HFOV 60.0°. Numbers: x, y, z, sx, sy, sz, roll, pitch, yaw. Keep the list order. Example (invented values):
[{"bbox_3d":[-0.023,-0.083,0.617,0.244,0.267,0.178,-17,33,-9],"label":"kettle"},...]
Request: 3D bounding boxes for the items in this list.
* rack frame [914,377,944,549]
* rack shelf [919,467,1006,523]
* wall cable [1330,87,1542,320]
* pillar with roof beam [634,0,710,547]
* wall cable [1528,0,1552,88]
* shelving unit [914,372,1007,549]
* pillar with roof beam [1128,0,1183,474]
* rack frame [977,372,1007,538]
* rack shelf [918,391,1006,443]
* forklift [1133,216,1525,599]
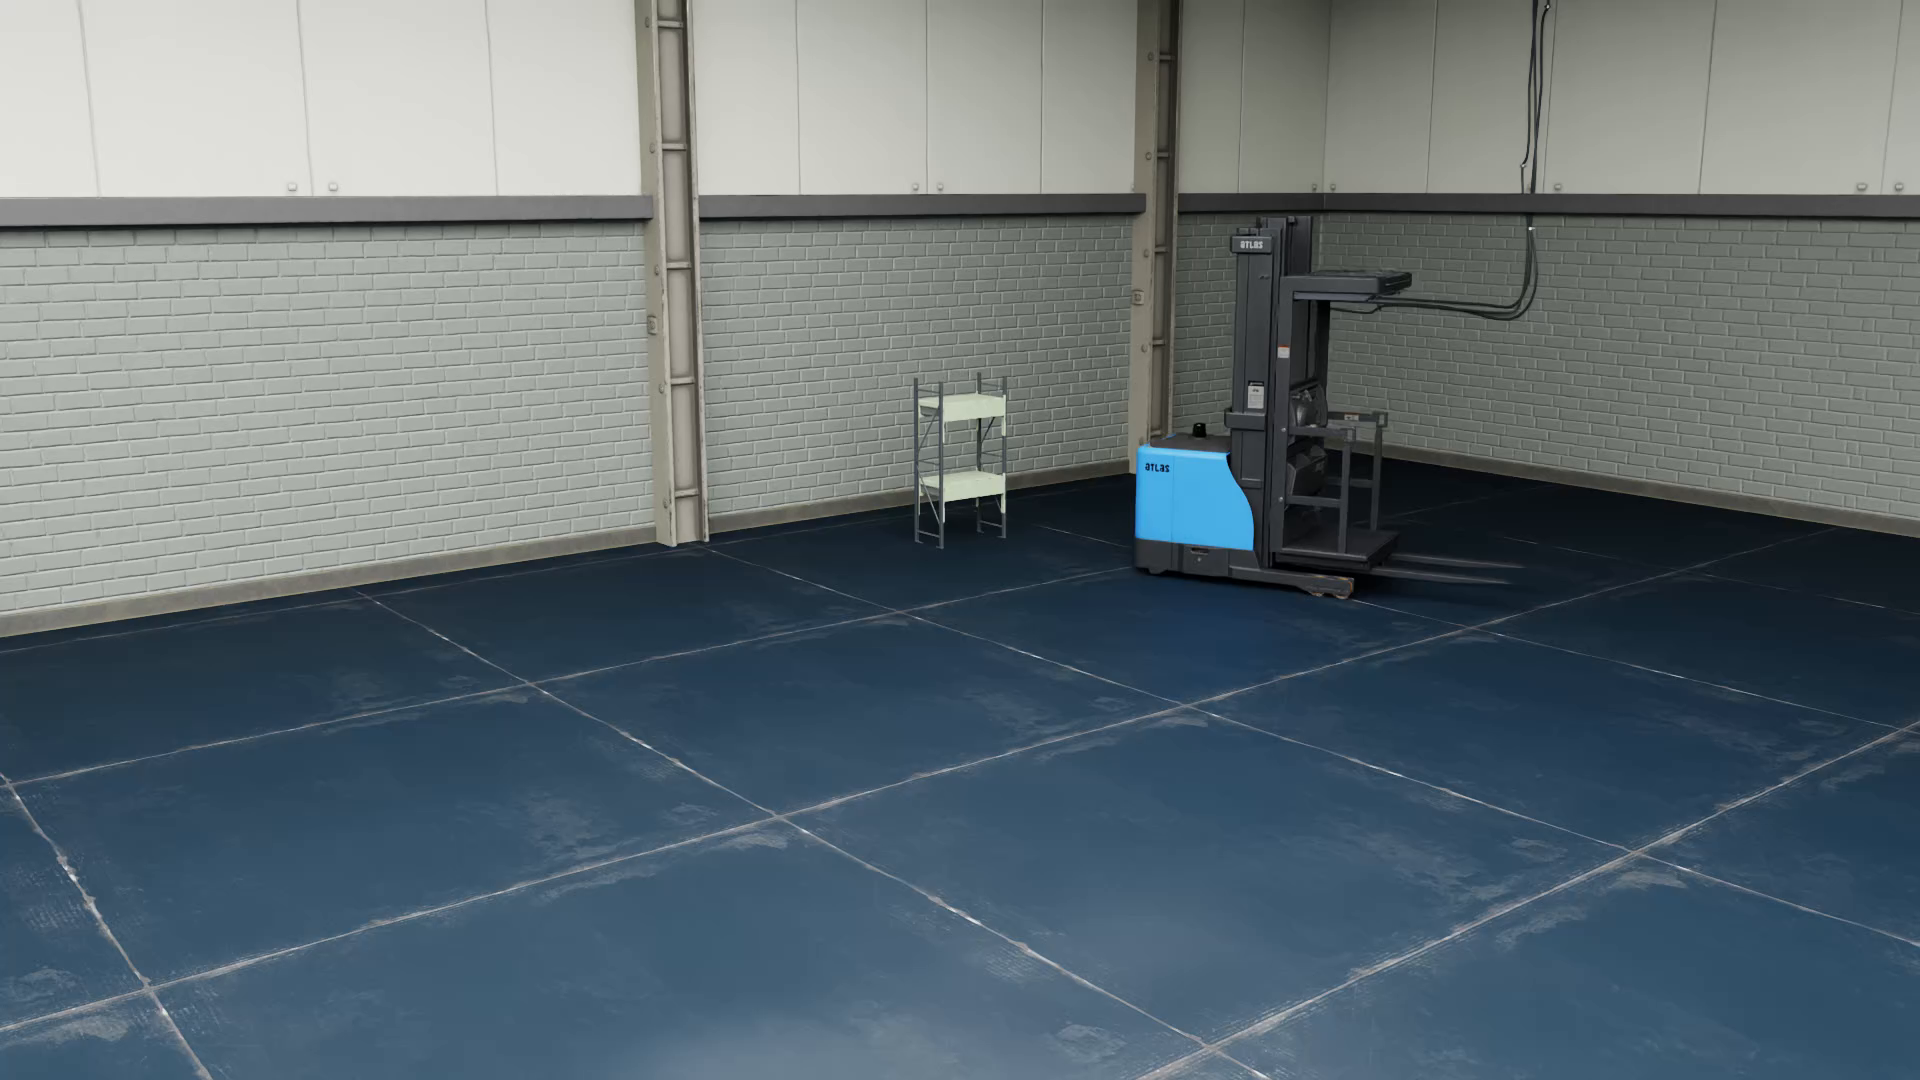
[{"bbox_3d":[-0.281,-0.687,14.875,0.023,1.500,0.400,-9,15,-38],"label":"rack frame"},{"bbox_3d":[0.005,-0.416,15.166,0.720,0.370,0.431,-9,15,-38],"label":"rack shelf"},{"bbox_3d":[5.273,-3.820,19.051,0.112,2.526,3.097,-9,15,-38],"label":"wall cable"},{"bbox_3d":[0.151,-3.694,10.984,0.400,9.000,9.100,-9,15,-38],"label":"pillar with roof beam"},{"bbox_3d":[6.963,-5.852,16.460,0.112,2.526,3.097,-9,15,-38],"label":"wall cable"},{"bbox_3d":[0.005,-0.735,15.098,0.755,1.500,0.431,-9,15,-38],"label":"shelving unit"},{"bbox_3d":[4.836,-4.473,14.650,0.400,9.000,9.100,-9,15,-38],"label":"pillar with roof beam"},{"bbox_3d":[0.291,-0.782,15.322,0.023,1.500,0.400,-9,15,-38],"label":"rack frame"},{"bbox_3d":[0.005,-1.116,15.017,0.720,0.370,0.431,-9,15,-38],"label":"rack shelf"},{"bbox_3d":[2.992,-1.096,13.354,3.031,2.935,1.130,6,14,27],"label":"forklift"}]
